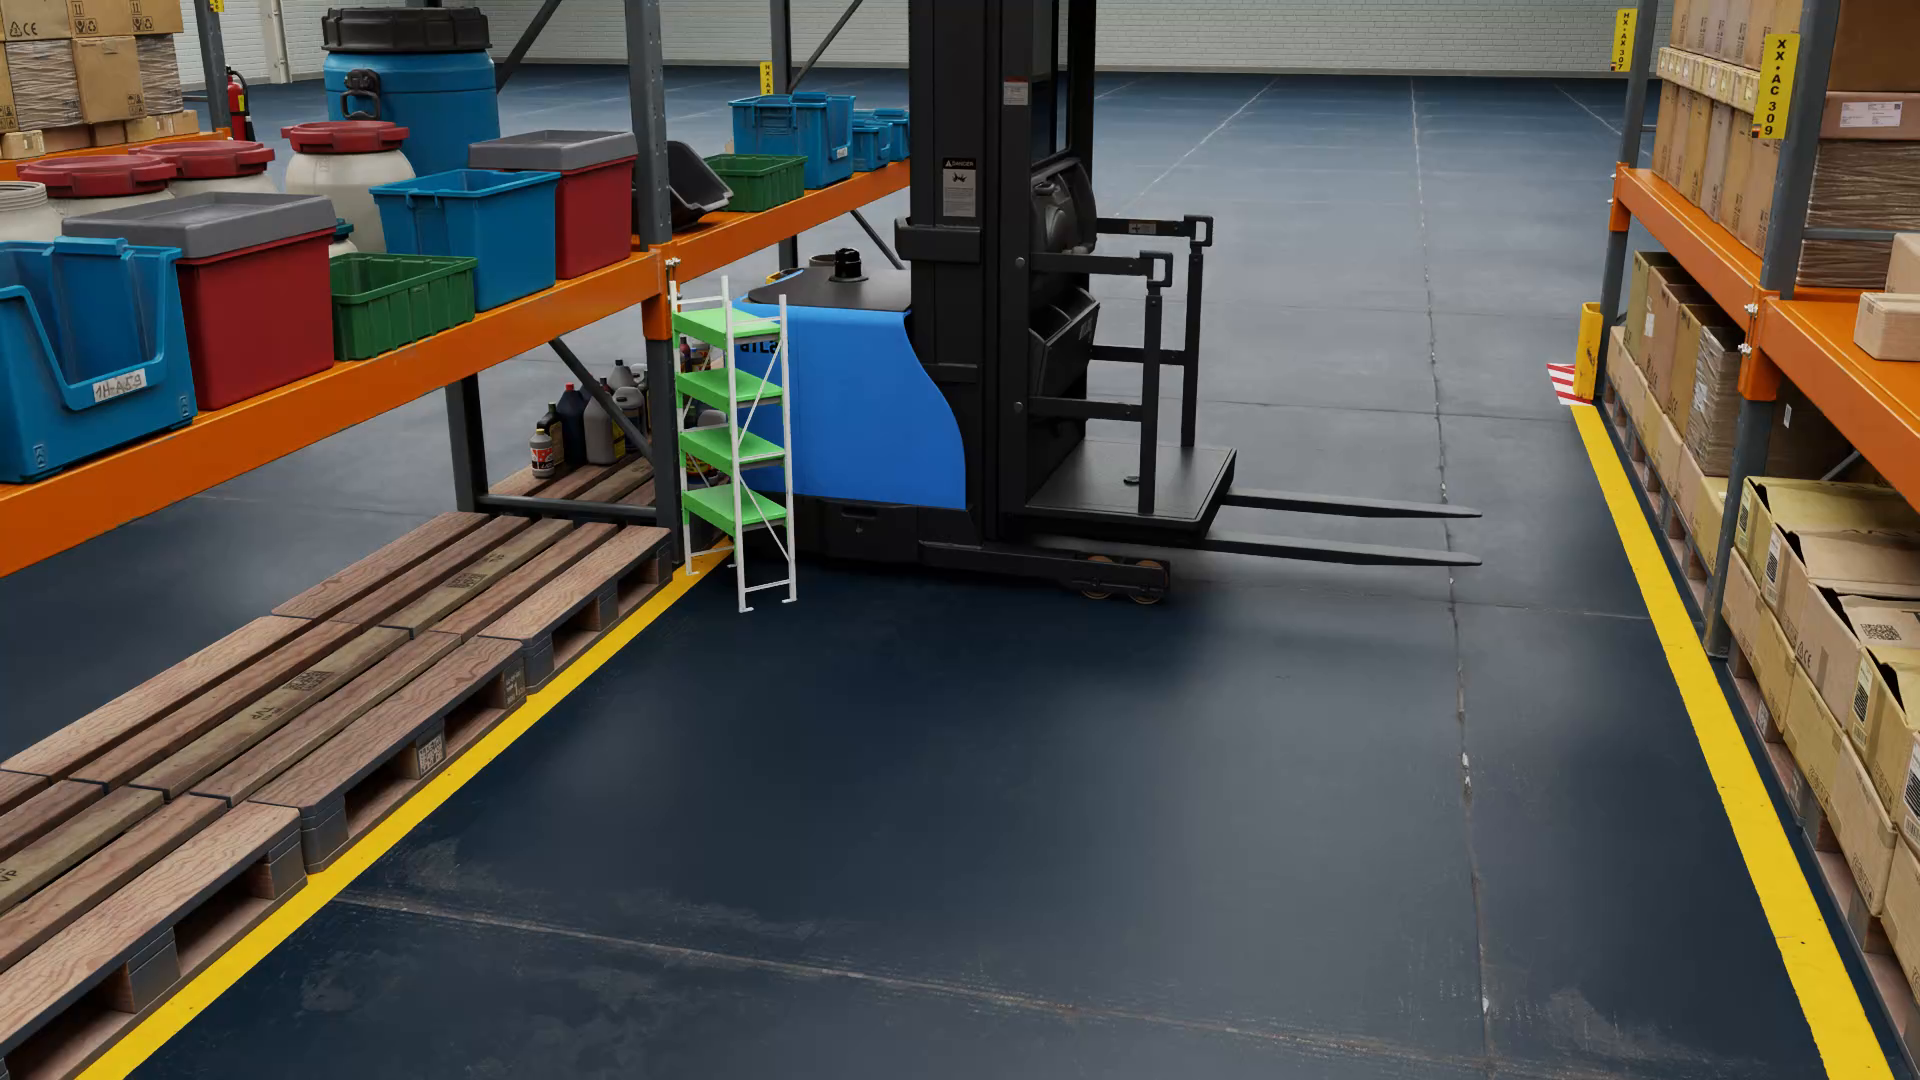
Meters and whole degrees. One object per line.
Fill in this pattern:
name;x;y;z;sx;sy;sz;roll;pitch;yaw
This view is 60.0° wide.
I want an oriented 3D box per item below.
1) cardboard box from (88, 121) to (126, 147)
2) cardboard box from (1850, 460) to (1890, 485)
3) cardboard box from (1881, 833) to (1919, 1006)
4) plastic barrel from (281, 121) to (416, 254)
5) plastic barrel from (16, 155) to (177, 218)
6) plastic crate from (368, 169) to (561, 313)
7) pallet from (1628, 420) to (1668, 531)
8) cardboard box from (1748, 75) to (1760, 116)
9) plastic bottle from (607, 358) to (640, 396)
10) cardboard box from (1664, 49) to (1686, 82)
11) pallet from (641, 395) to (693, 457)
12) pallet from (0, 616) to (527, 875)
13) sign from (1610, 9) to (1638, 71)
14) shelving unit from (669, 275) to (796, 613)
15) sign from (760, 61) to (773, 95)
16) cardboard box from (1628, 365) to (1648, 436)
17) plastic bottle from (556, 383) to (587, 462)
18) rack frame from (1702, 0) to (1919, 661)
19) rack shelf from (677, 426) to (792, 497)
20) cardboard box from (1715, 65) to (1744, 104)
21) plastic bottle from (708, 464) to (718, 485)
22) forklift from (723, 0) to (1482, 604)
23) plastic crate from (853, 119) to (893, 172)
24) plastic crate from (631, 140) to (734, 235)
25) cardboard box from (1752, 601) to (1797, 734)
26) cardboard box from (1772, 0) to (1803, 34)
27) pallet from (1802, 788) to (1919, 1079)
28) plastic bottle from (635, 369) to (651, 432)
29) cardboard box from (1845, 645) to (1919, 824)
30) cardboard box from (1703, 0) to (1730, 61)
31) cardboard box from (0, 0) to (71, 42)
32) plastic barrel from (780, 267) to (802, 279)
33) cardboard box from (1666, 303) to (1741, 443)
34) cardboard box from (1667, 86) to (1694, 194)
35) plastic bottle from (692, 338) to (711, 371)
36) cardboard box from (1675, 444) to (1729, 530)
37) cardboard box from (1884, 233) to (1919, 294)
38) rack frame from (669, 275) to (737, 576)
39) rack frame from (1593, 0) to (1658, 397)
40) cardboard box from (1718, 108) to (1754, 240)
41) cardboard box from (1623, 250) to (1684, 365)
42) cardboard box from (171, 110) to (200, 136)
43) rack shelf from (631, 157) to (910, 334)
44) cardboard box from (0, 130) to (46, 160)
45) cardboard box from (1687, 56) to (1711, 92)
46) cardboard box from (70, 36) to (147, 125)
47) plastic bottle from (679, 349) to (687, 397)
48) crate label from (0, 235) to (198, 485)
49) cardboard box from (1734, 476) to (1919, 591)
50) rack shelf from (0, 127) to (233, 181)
cardboard box;-5.474;-2.549;10.397;0.380;0.149;0.250;5;19;13
cardboard box;3.589;-0.347;6.006;0.500;0.500;0.500;5;19;13
cardboard box;2.335;0.879;3.578;0.500;0.250;0.500;5;20;15
plastic barrel;-2.076;-1.148;5.697;0.433;0.535;0.433;0;19;0
plastic barrel;-2.361;-0.782;4.627;0.433;0.535;0.433;0;19;0
plastic crate;-1.598;-0.988;5.465;0.392;0.384;0.575;5;19;13
pallet;3.703;-0.284;7.692;1.003;0.211;1.213;5;19;13
cardboard box;3.218;-1.672;6.284;0.380;0.149;0.250;5;19;13
plastic bottle;-1.626;-0.707;8.034;0.144;0.351;0.185;5;19;13
cardboard box;3.783;-2.393;8.394;0.380;0.149;0.250;4;19;12
pallet;-1.129;-0.637;8.727;1.003;0.211;1.213;5;19;13
pallet;-2.080;0.586;5.145;1.003;0.211;1.213;5;19;13
sign;3.613;-2.720;9.049;0.100;0.325;0.005;5;19;13
shelving unit;-0.878;-0.378;6.438;0.258;1.200;0.503;-12;22;-31
sign;-1.185;-2.796;10.304;0.100;0.325;0.005;5;19;13
cardboard box;3.562;-0.661;8.086;0.500;0.250;0.500;5;19;13
plastic bottle;-1.752;-0.545;7.561;0.144;0.351;0.185;4;19;12
rack frame;3.172;-0.974;5.398;1.000;3.000;0.127;5;19;13
rack shelf;-0.878;-0.318;6.459;0.258;0.148;0.480;-12;22;-31
cardboard box;3.405;-1.912;6.985;0.380;0.149;0.250;5;20;15
plastic bottle;-1.102;-0.347;7.212;0.097;0.201;0.097;0;19;0
forklift;0.601;-1.329;6.544;3.031;2.935;1.130;5;20;16
plastic crate;-0.649;-2.166;9.118;0.499;0.251;0.408;5;19;13
plastic crate;-1.379;-1.491;7.008;0.767;0.338;0.504;5;19;13
cardboard box;2.707;0.396;4.993;0.500;0.250;0.500;5;20;15
cardboard box;3.397;-1.933;6.045;0.700;0.500;0.500;5;19;13
pallet;2.734;0.963;4.040;1.003;0.211;1.213;5;19;13
plastic bottle;-1.521;-0.675;8.044;0.061;0.283;0.133;5;19;13
cardboard box;2.455;0.455;3.951;0.500;0.311;0.500;5;20;15
cardboard box;3.765;-2.404;7.422;0.700;0.500;0.500;5;19;14
cardboard box;-5.591;-3.167;9.656;0.500;0.500;0.500;5;19;13
plastic barrel;-0.862;-1.272;9.470;0.421;0.512;0.421;0;19;0
cardboard box;3.326;-0.702;7.045;0.500;0.500;0.500;5;19;13
cardboard box;3.900;-1.965;8.144;0.700;0.500;0.500;5;20;15
plastic bottle;-1.398;-0.993;8.995;0.097;0.271;0.097;0;19;0
cardboard box;3.205;-0.190;6.707;0.500;0.250;0.500;5;19;13
cardboard box;3.094;-0.745;4.960;0.500;0.250;0.500;6;20;17
rack frame;-1.012;-0.444;6.631;0.240;1.200;0.015;-12;22;-31
rack frame;4.150;-2.228;9.068;1.000;3.000;0.127;5;19;13
cardboard box;3.524;-1.483;6.735;0.700;0.500;0.500;5;19;14
cardboard box;3.683;-1.173;8.424;0.500;0.500;0.500;5;19;13
cardboard box;-5.325;-2.786;11.094;0.380;0.149;0.250;5;19;13
rack shelf;-1.141;-1.653;8.498;1.077;0.370;4.000;5;19;13
cardboard box;-5.590;-2.308;9.693;0.380;0.149;0.250;5;19;13
cardboard box;3.594;-2.152;7.689;0.380;0.149;0.250;4;19;12
cardboard box;-5.622;-2.863;10.313;0.875;0.500;0.500;5;19;13
plastic bottle;-1.482;-0.886;8.681;0.097;0.271;0.097;0;19;0
crate label;-2.102;-0.419;3.719;0.502;0.435;0.616;5;19;13
cardboard box;2.830;-0.027;5.362;0.500;0.311;0.500;5;19;14
rack shelf;-5.944;-2.044;9.643;1.077;0.370;4.000;5;19;13
